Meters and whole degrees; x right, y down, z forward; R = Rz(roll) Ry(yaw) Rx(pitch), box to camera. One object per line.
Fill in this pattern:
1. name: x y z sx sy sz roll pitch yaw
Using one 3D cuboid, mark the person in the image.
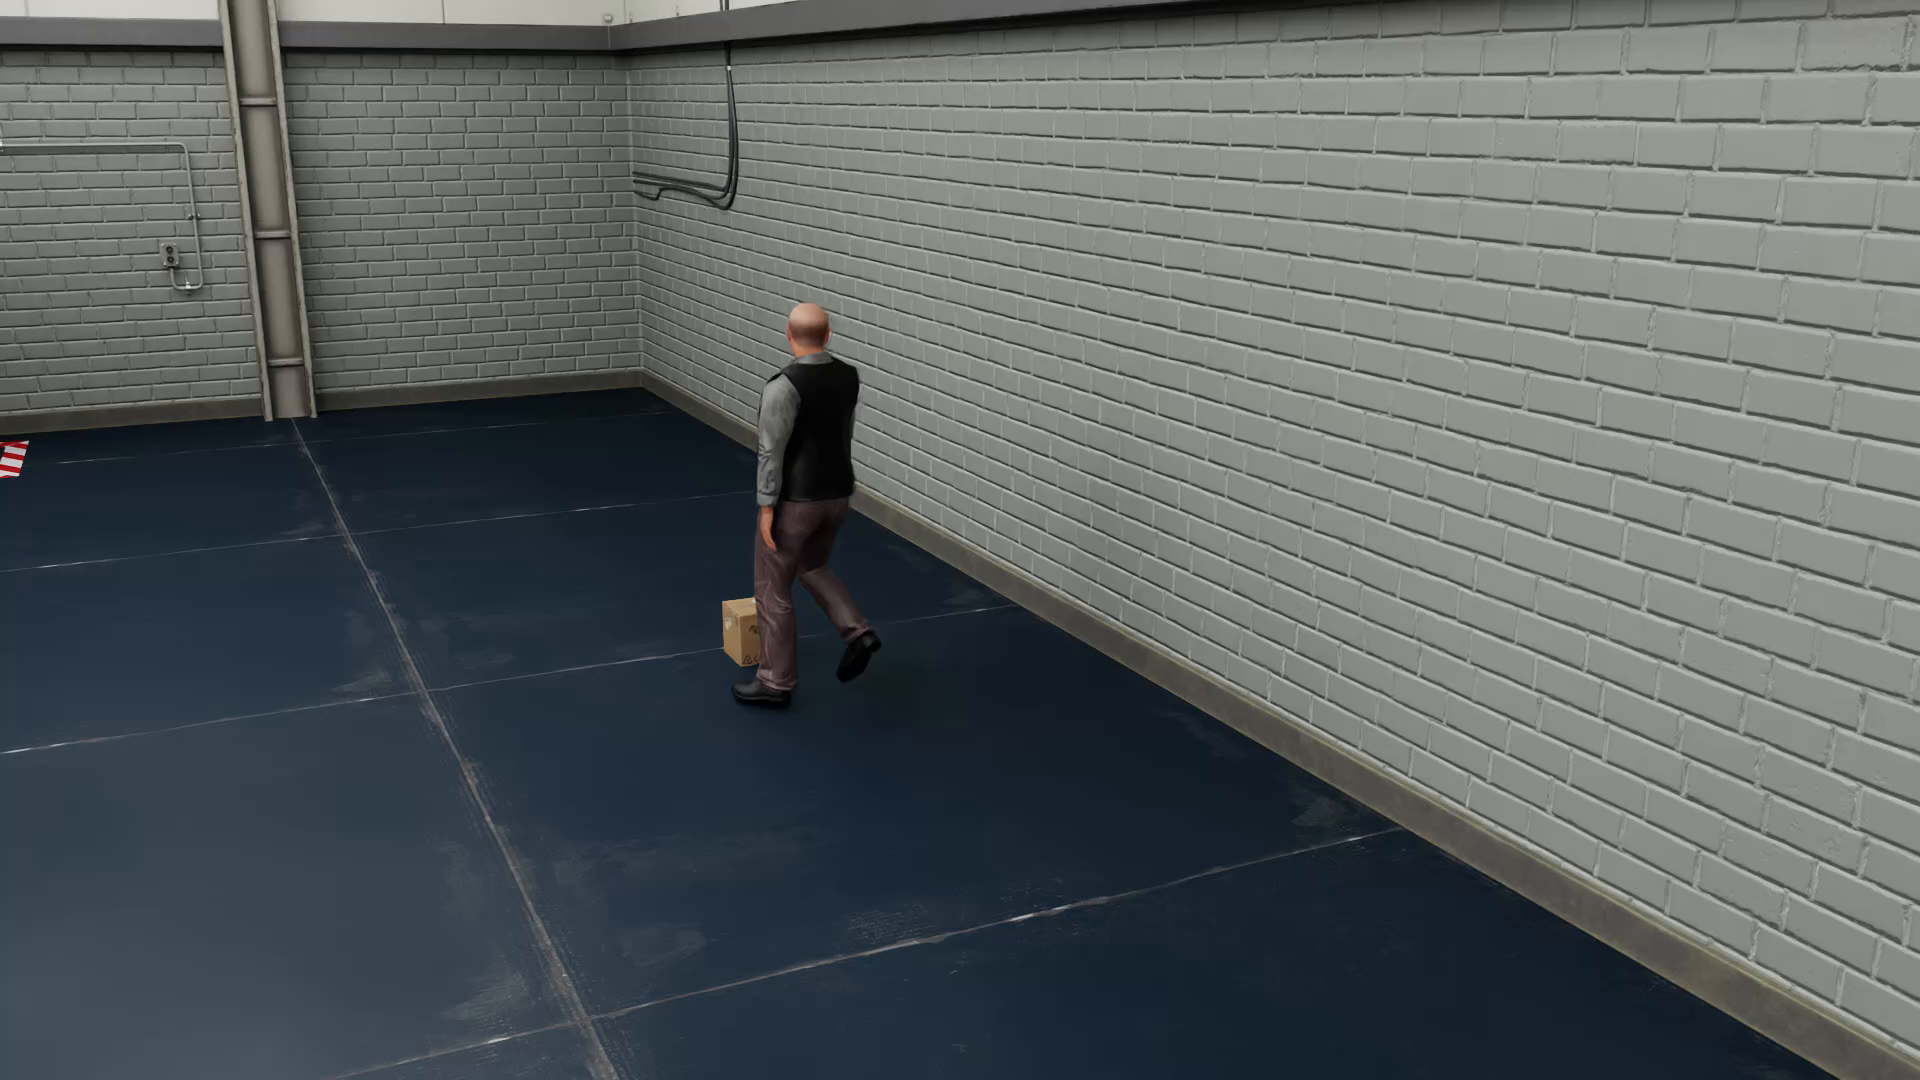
1. person: -0.650 -0.151 7.103 0.547 1.707 0.569 11 19 36
